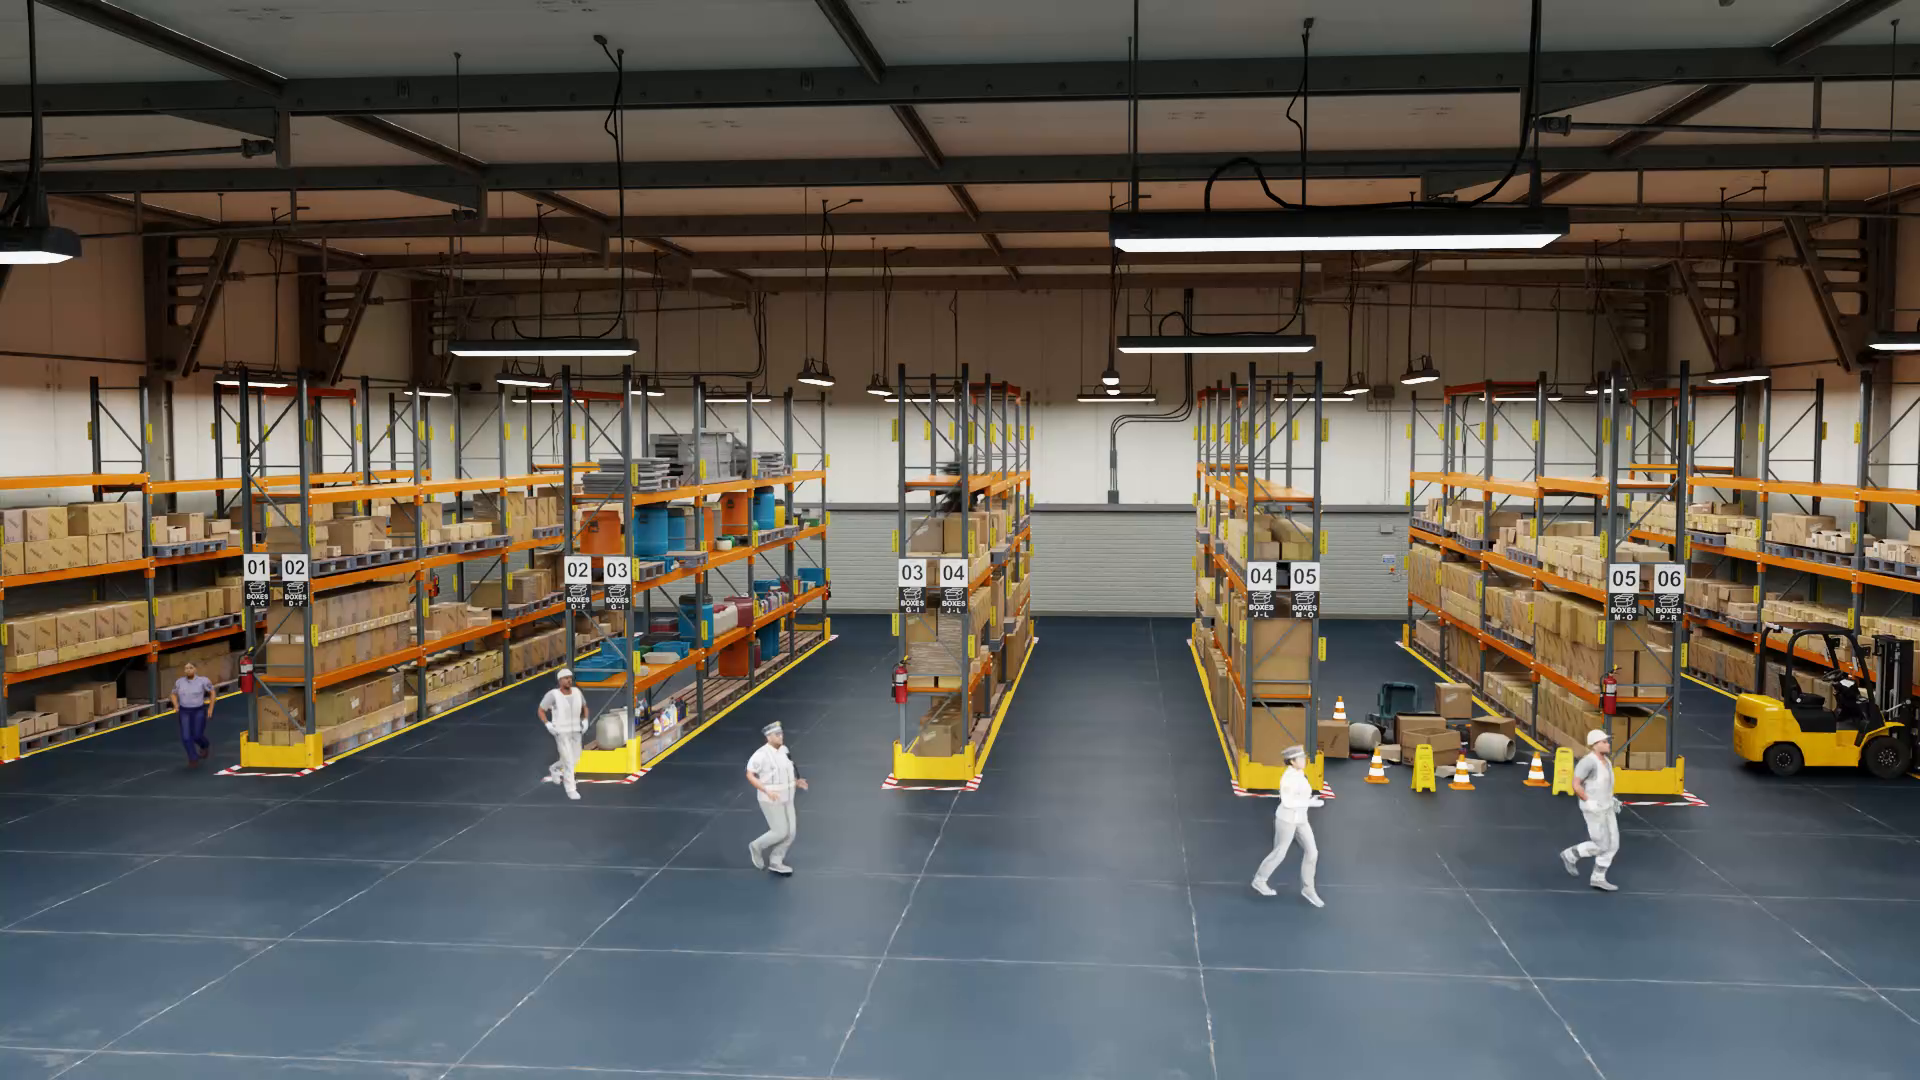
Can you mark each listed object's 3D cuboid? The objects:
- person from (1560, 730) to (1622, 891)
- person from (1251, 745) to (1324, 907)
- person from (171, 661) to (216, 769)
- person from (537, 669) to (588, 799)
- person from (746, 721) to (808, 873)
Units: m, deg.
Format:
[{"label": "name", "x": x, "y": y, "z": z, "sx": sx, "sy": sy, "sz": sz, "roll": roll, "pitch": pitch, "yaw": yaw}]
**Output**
[{"label": "person", "x": 6.971, "y": 2.956, "z": 18.346, "sx": 0.666, "sy": 1.750, "sz": 0.625, "roll": -3, "pitch": 5, "yaw": -40}, {"label": "person", "x": 3.497, "y": 3.024, "z": 17.676, "sx": 0.809, "sy": 1.737, "sz": 0.505, "roll": 3, "pitch": 5, "yaw": 37}, {"label": "person", "x": -11.516, "y": 2.615, "z": 24.963, "sx": 0.624, "sy": 1.616, "sz": 0.558, "roll": -1, "pitch": 4, "yaw": -11}, {"label": "person", "x": -5.475, "y": 2.665, "z": 23.040, "sx": 0.789, "sy": 1.777, "sz": 0.729, "roll": 3, "pitch": 5, "yaw": 43}, {"label": "person", "x": -2.077, "y": 2.921, "z": 18.902, "sx": 0.619, "sy": 1.728, "sz": 0.658, "roll": 2, "pitch": 4, "yaw": 32}]
